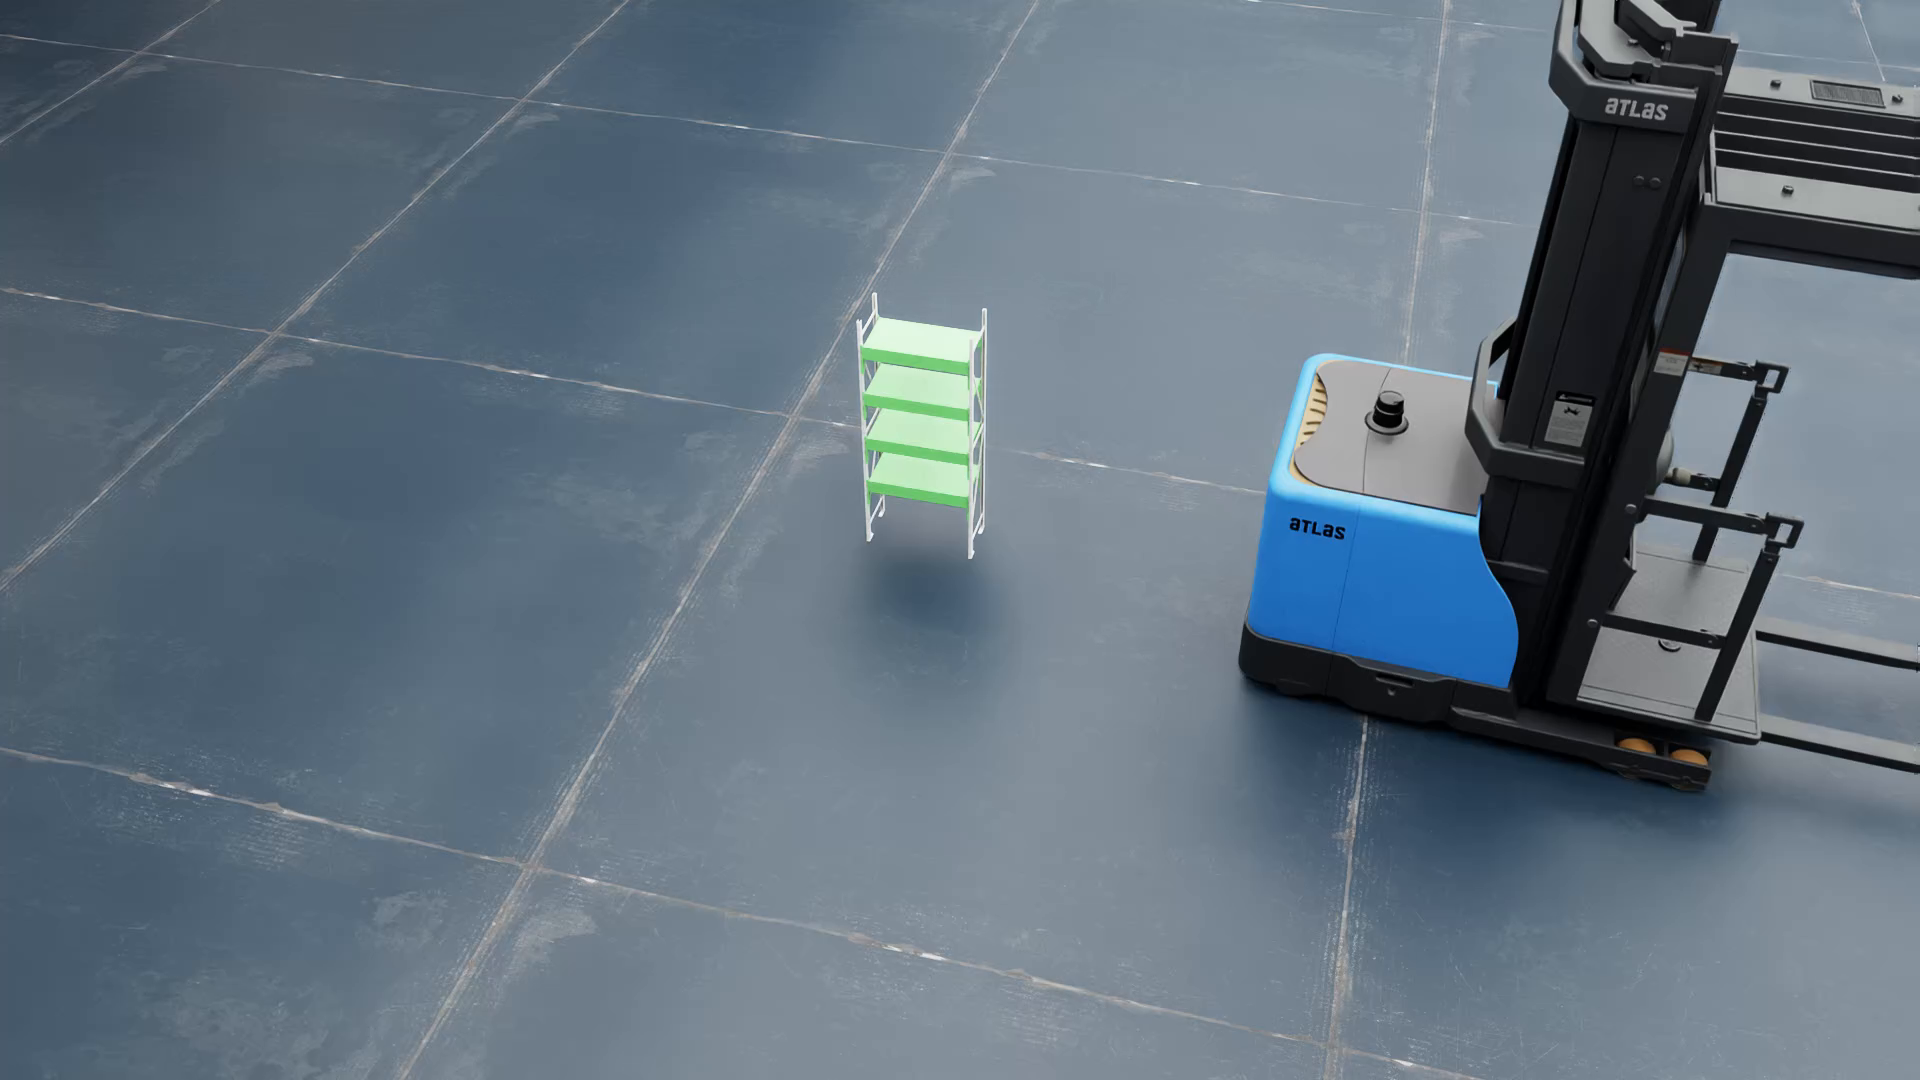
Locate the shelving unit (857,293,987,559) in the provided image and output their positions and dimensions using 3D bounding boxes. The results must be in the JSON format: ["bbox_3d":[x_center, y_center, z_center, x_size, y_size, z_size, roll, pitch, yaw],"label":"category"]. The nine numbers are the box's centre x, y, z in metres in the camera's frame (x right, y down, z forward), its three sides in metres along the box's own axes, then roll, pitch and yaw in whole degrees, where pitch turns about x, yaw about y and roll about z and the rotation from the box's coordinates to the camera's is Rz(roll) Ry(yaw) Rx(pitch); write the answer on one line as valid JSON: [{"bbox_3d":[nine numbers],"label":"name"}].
[{"bbox_3d":[-0.160,-0.487,7.397,0.503,1.200,0.258,10,41,11],"label":"shelving unit"}]

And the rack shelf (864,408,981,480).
[{"bbox_3d":[-0.160,-0.438,7.438,0.480,0.148,0.258,10,41,11],"label":"rack shelf"}]

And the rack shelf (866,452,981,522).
[{"bbox_3d":[-0.160,-0.254,7.592,0.480,0.148,0.258,10,41,11],"label":"rack shelf"}]

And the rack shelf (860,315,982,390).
[{"bbox_3d":[-0.160,-0.806,7.129,0.480,0.148,0.258,10,41,11],"label":"rack shelf"}]

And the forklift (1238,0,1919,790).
[{"bbox_3d":[2.750,-0.519,6.089,3.031,2.935,1.130,12,41,14],"label":"forklift"}]

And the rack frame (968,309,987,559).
[{"bbox_3d":[0.076,-0.446,7.349,0.015,1.200,0.240,10,41,11],"label":"rack frame"}]

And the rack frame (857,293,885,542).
[{"bbox_3d":[-0.396,-0.528,7.445,0.015,1.200,0.240,10,41,11],"label":"rack frame"}]

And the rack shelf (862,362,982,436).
[{"bbox_3d":[-0.160,-0.622,7.284,0.480,0.148,0.258,10,41,11],"label":"rack shelf"}]
